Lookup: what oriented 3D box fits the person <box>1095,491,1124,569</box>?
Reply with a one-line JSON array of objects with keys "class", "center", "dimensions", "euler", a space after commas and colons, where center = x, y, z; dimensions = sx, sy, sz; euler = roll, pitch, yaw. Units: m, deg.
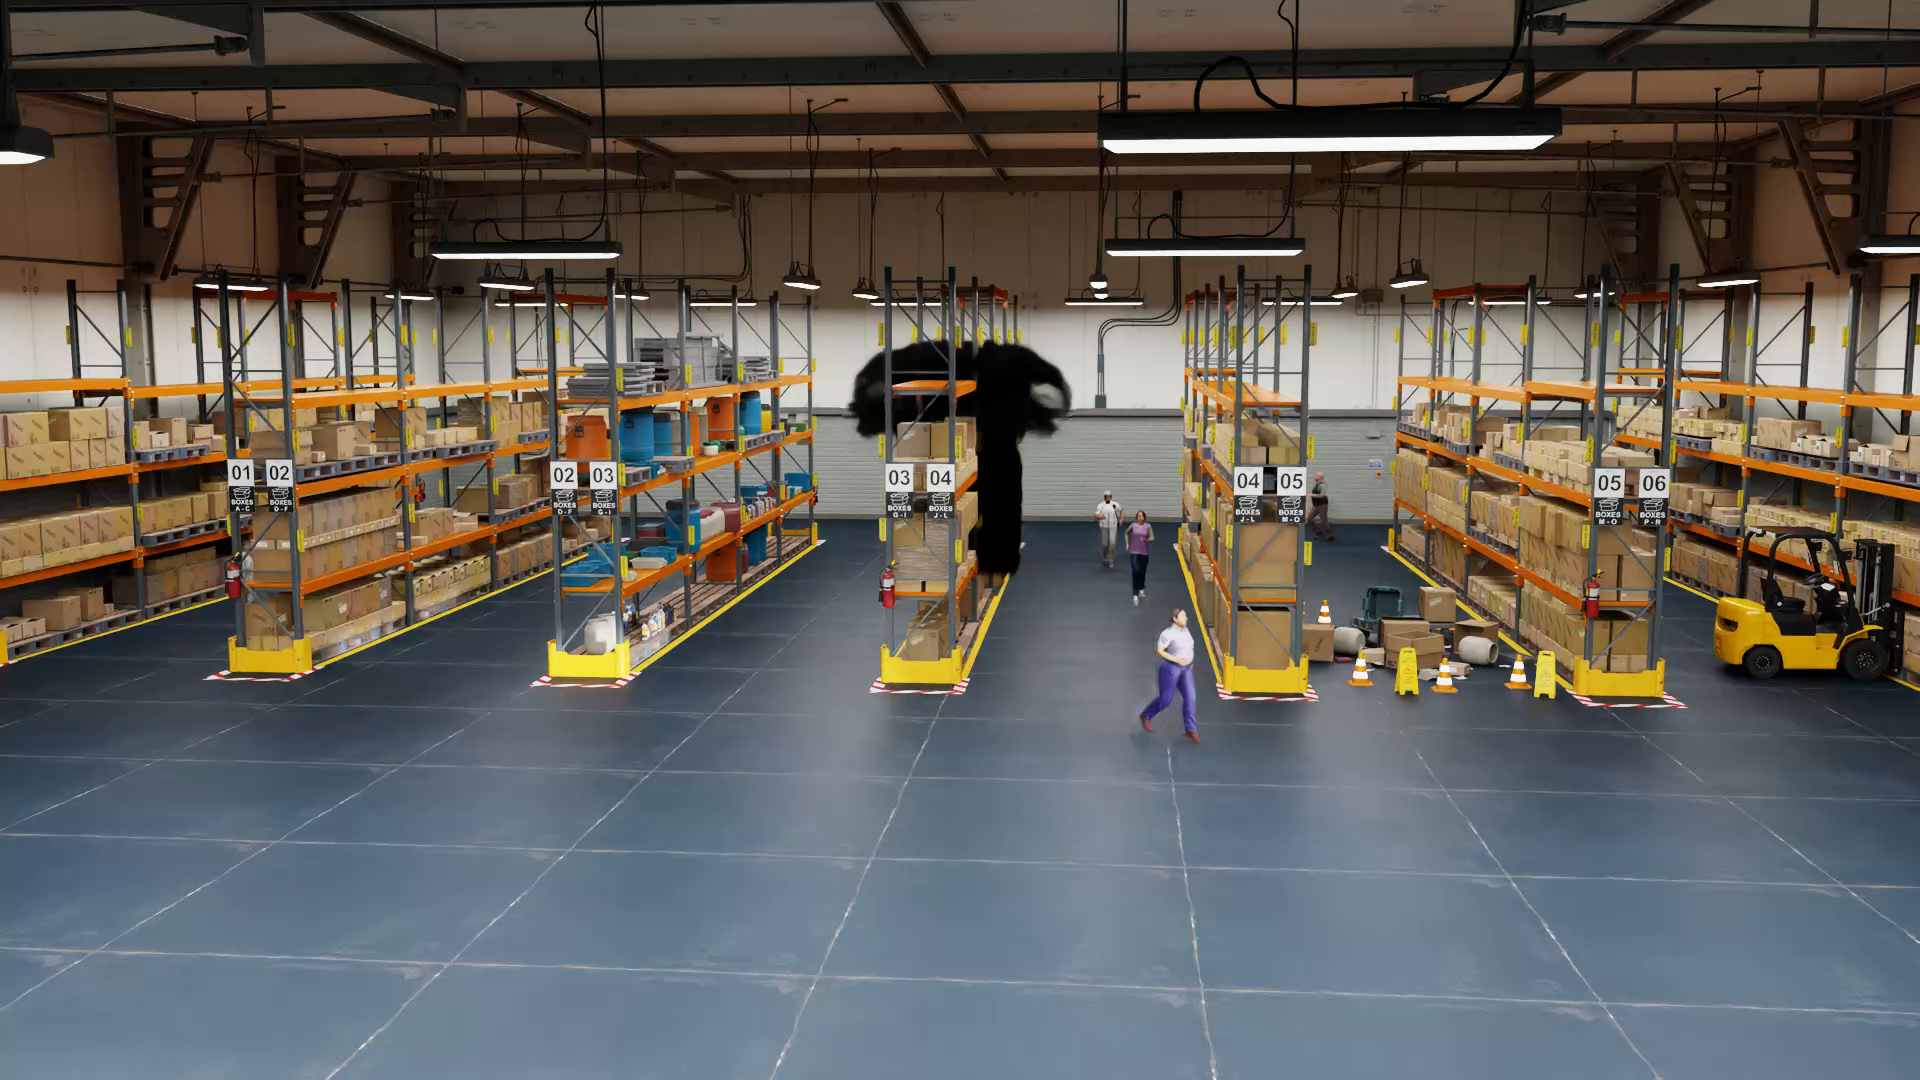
[{"class": "person", "center": [3.273, -0.234, 36.545], "dimensions": [0.607, 1.705, 0.802], "euler": [1, 7, 9]}]

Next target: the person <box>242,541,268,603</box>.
[{"class": "person", "center": [-12.027, 0.779, 28.522], "dimensions": [0.656, 1.627, 0.980], "euler": [0, 7, -2]}]

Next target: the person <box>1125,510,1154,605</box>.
[{"class": "person", "center": [3.228, 0.297, 29.895], "dimensions": [0.508, 1.685, 0.693], "euler": [0, 7, 0]}]

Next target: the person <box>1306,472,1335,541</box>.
[{"class": "person", "center": [8.859, -0.822, 41.074], "dimensions": [0.783, 1.723, 0.691], "euler": [-2, 7, -15]}]

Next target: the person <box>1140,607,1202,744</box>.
[{"class": "person", "center": [2.713, 1.666, 20.817], "dimensions": [0.645, 1.652, 0.950], "euler": [-6, 9, -39]}]
